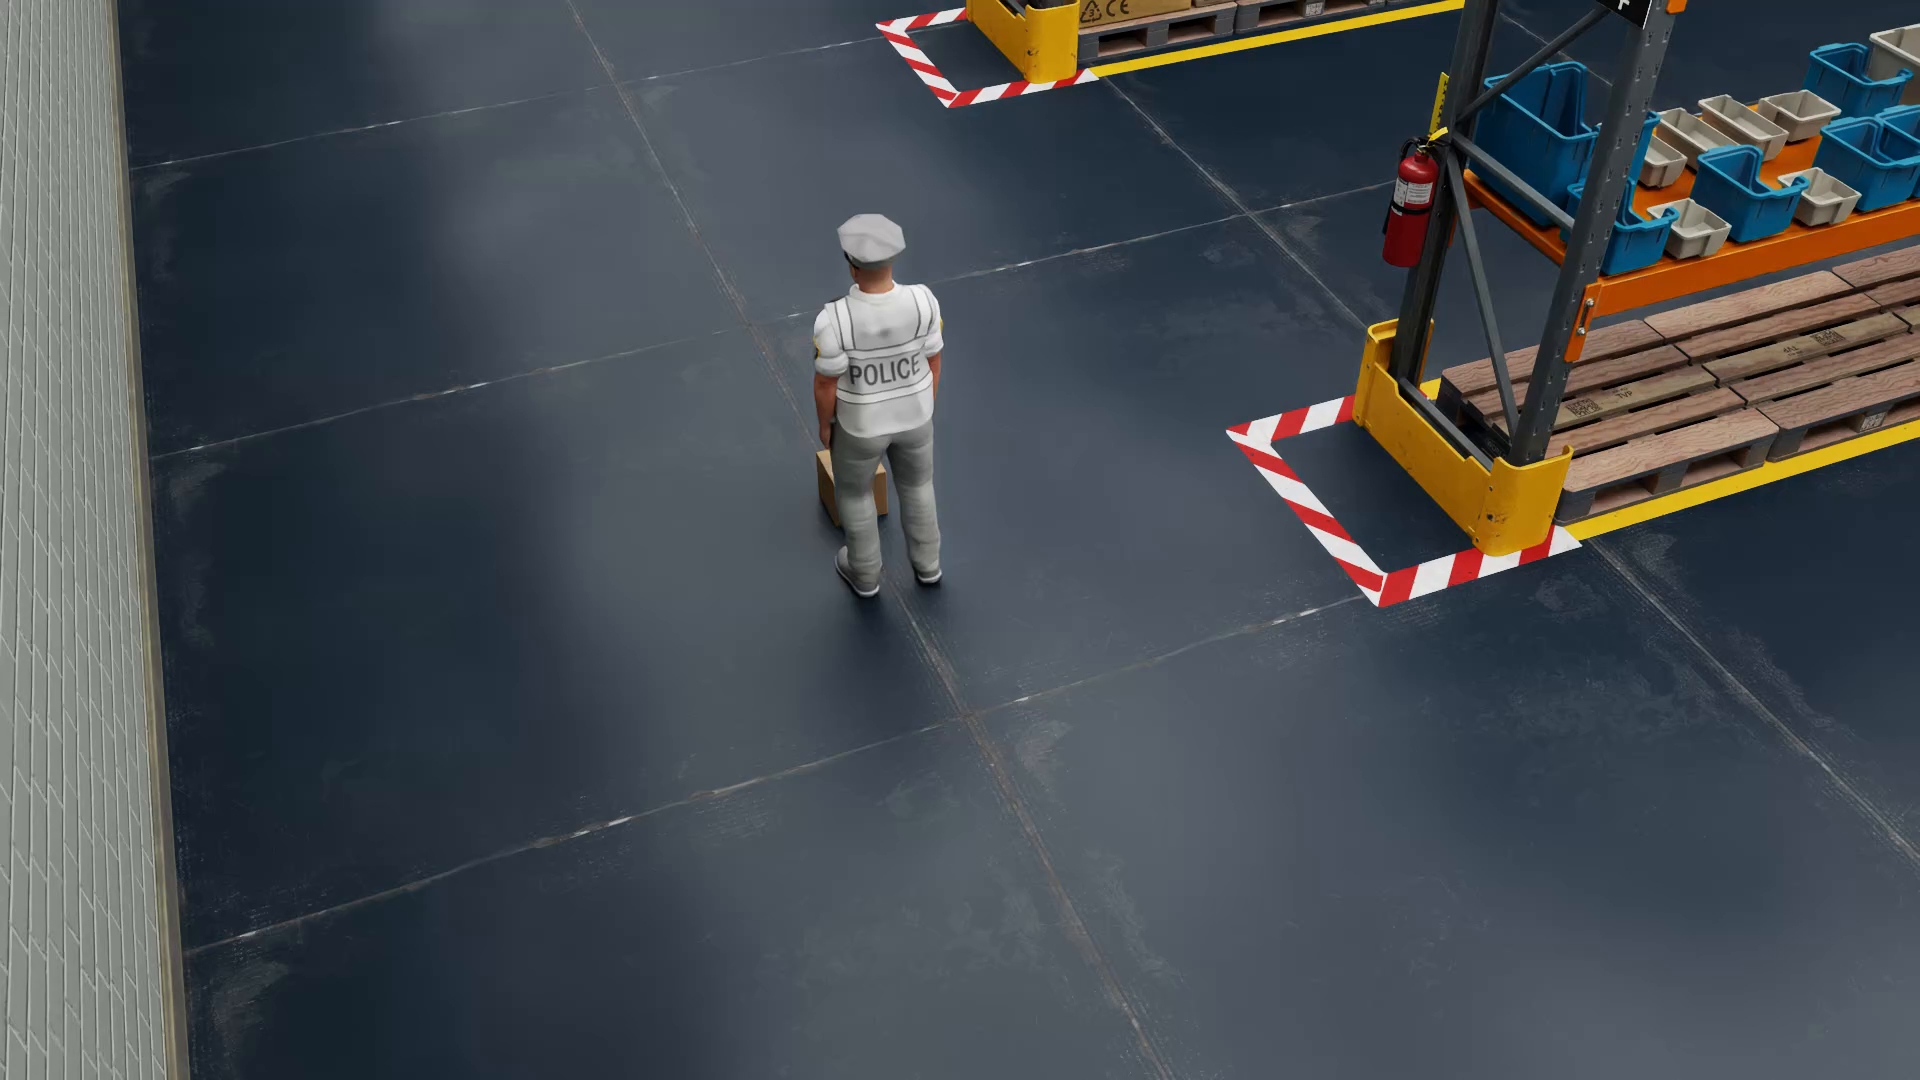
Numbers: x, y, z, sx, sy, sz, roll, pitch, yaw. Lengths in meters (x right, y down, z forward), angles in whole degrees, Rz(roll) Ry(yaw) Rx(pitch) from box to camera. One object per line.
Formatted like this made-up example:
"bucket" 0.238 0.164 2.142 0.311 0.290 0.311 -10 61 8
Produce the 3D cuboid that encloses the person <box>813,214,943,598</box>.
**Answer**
"person" -0.339 -0.509 6.751 0.528 1.784 0.393 -14 43 -16
